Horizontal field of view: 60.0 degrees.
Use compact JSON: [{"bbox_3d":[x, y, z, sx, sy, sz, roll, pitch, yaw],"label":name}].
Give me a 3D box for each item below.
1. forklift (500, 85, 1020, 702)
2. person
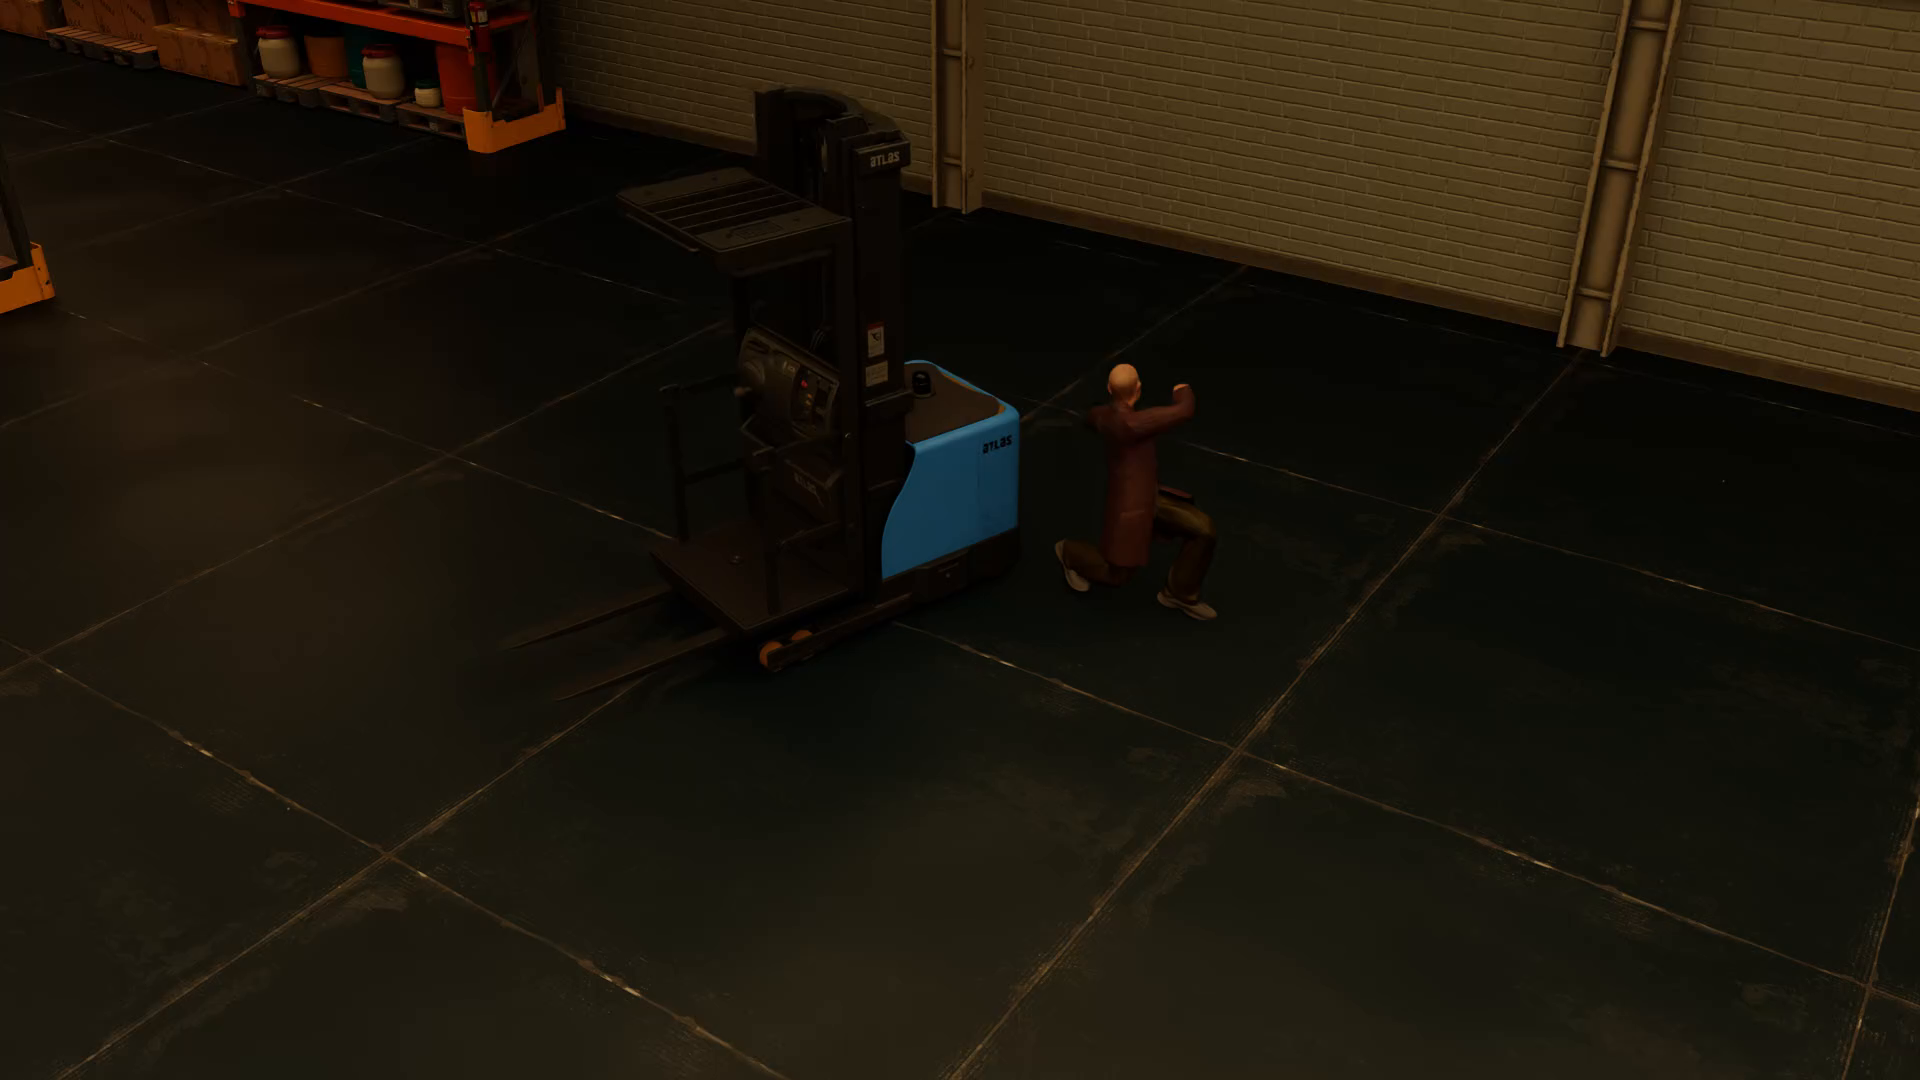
[{"bbox_3d":[-1.111,-0.836,9.021,3.031,2.935,1.130,-21,36,-32],"label":"forklift"},{"bbox_3d":[1.086,-0.358,9.663,1.049,1.477,0.958,12,32,20],"label":"person"}]
